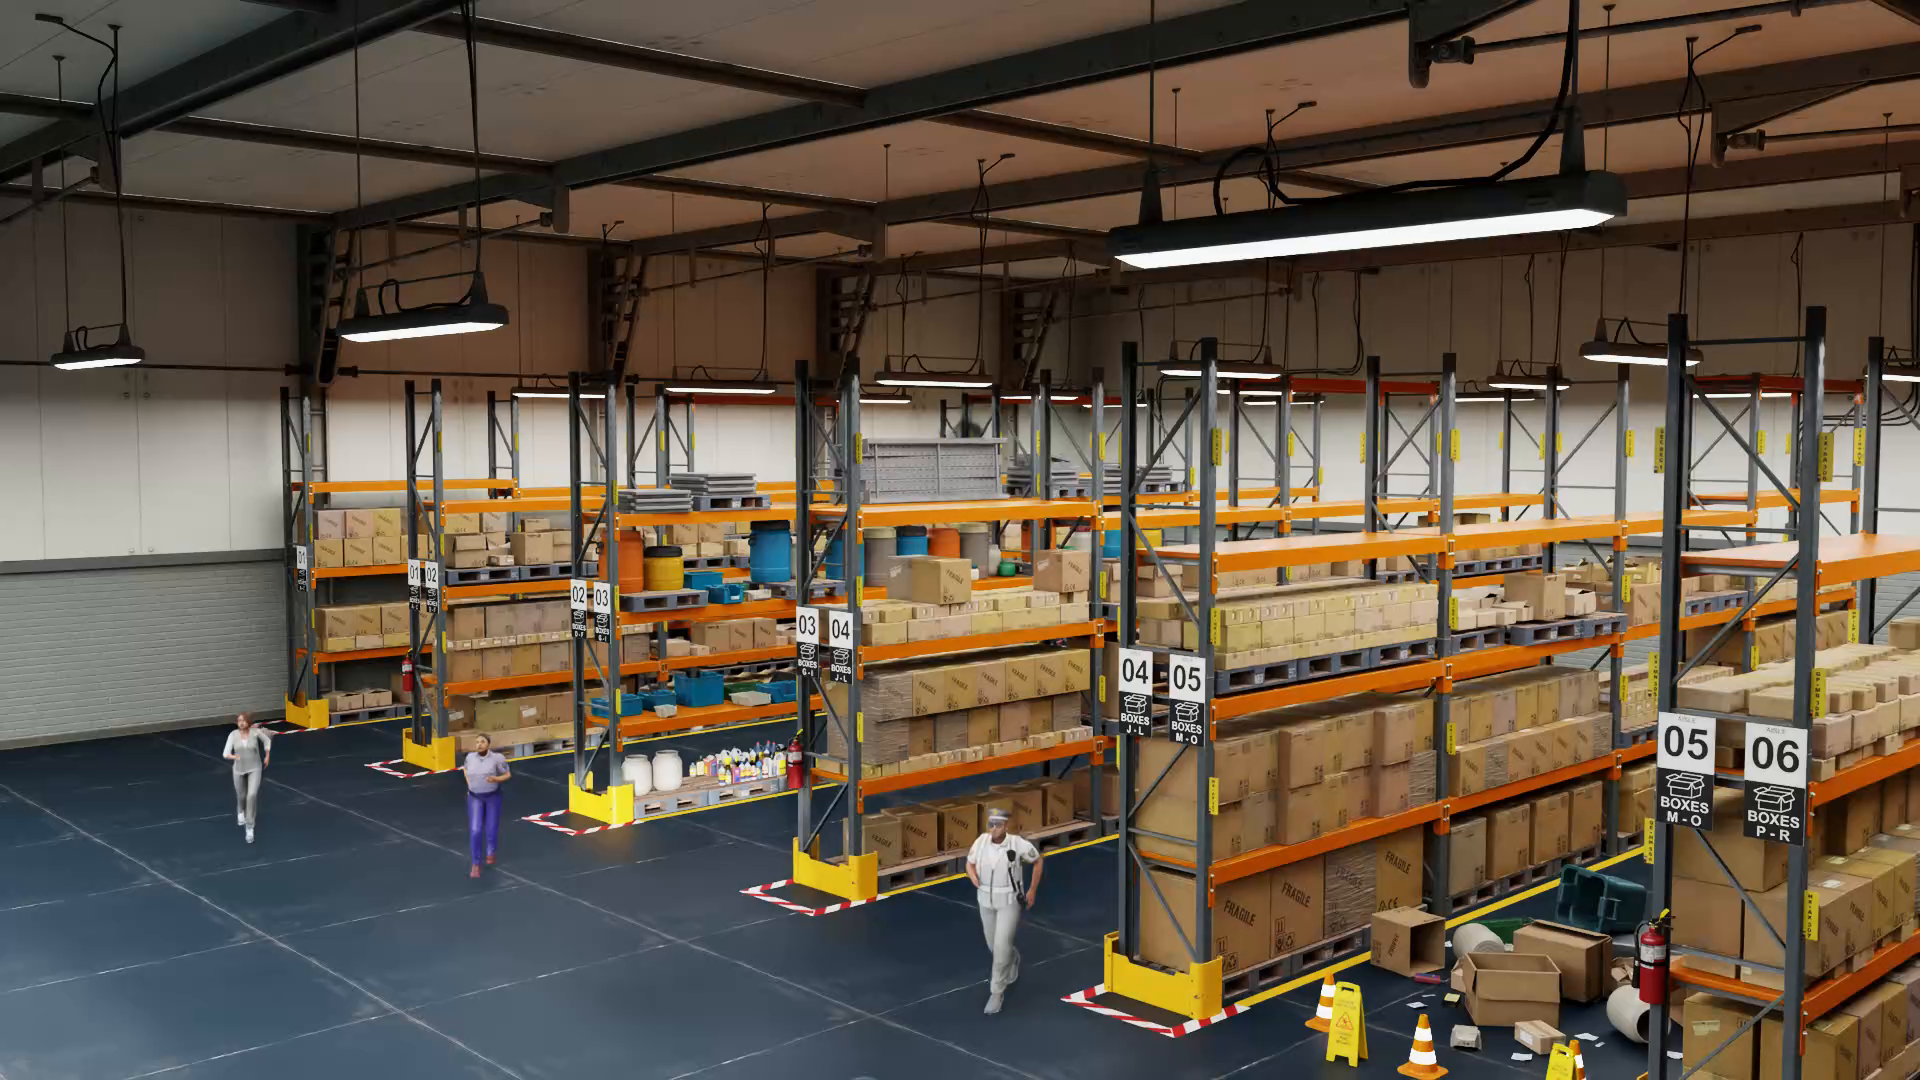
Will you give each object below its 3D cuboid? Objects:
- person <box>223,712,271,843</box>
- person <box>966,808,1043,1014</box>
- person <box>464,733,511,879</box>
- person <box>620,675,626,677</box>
[{"bbox_3d":[-9.157,3.008,21.383,0.550,1.595,0.881,-1,4,-16],"label":"person"},{"bbox_3d":[0.375,3.315,15.218,0.695,1.798,0.939,2,4,25],"label":"person"},{"bbox_3d":[-5.571,3.113,19.587,0.573,1.718,0.734,-1,4,-9],"label":"person"},{"bbox_3d":[-6.227,2.390,30.435,0.545,1.700,0.862,4,5,44],"label":"person"}]
